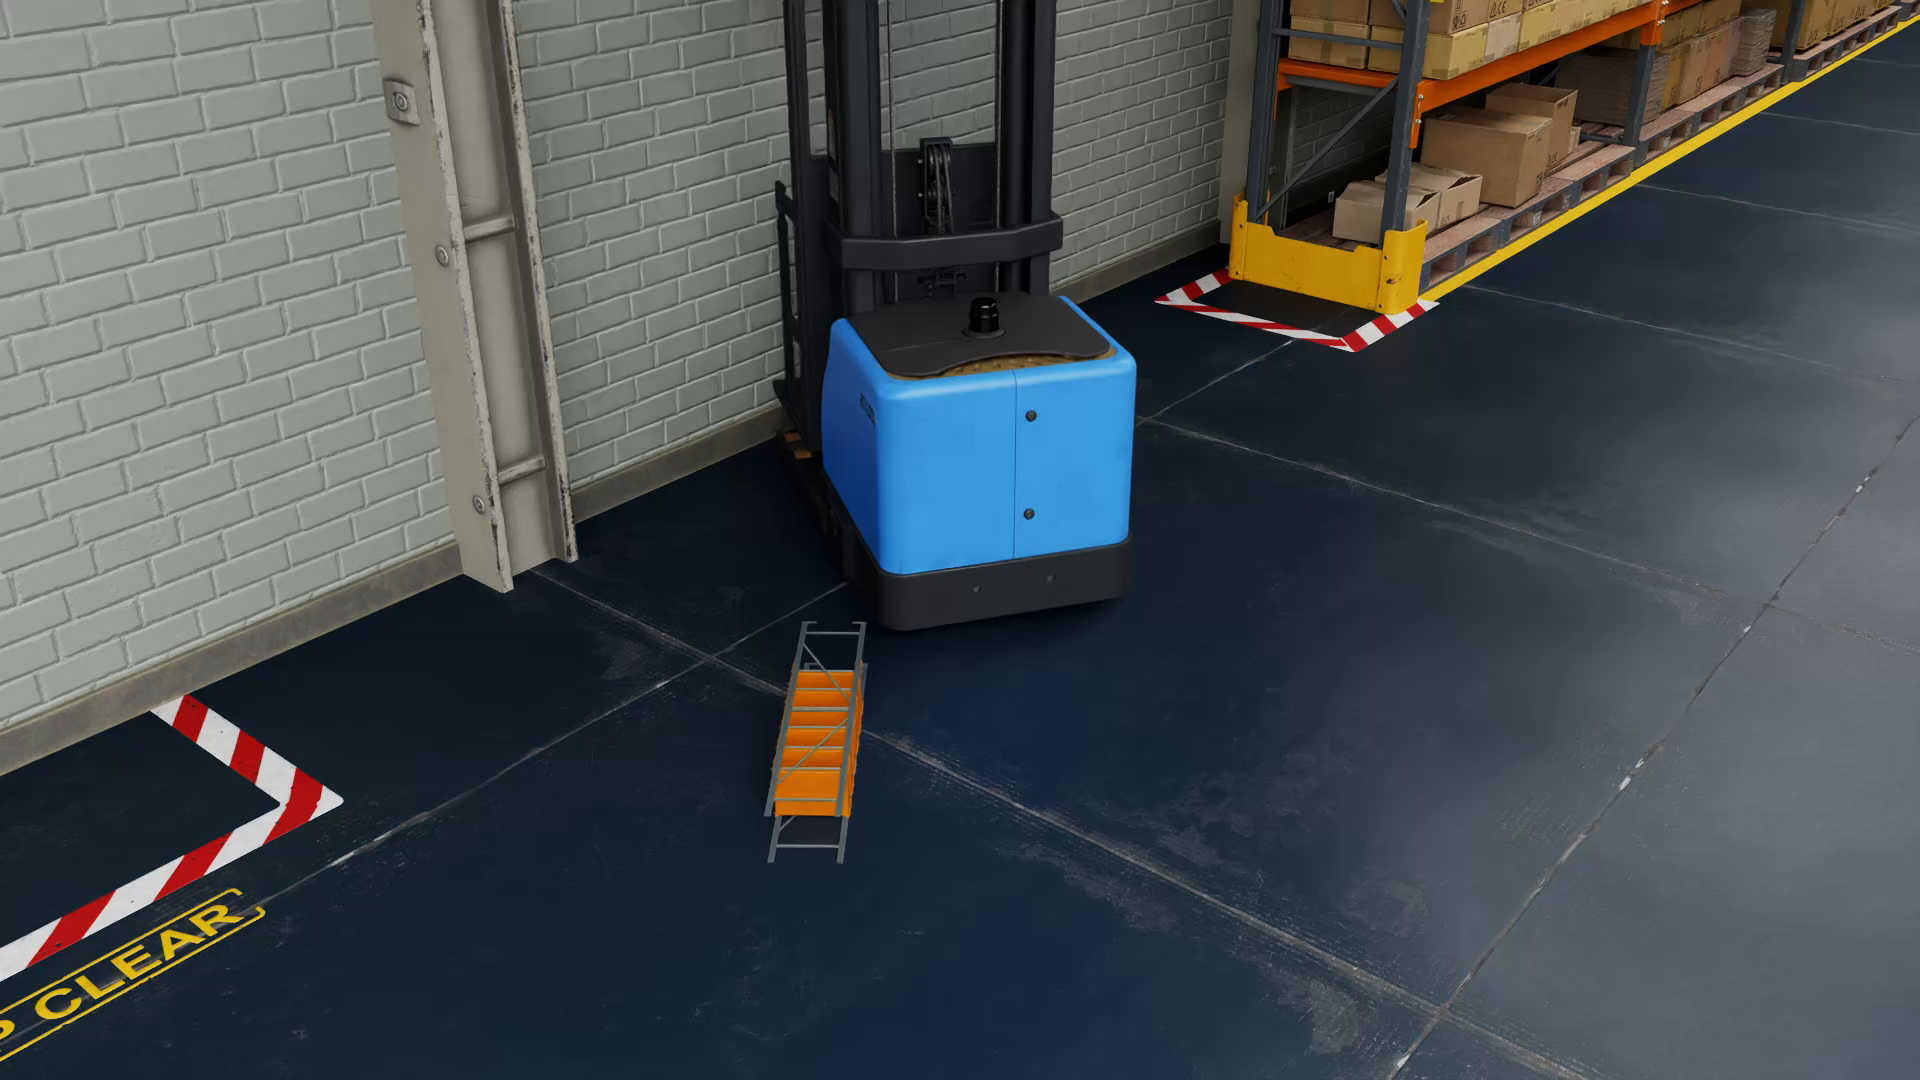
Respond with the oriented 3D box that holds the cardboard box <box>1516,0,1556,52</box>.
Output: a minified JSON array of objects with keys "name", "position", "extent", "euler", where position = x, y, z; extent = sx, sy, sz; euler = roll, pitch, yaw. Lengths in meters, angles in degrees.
[{"name":"cardboard box","position":[3.374,-3.245,10.399],"extent":[0.500,0.250,0.500],"euler":[20,34,34]}]

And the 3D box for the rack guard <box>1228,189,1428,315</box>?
[{"name":"rack guard","position":[2.219,-1.772,10.131],"extent":[1.175,0.500,0.348],"euler":[21,34,34]}]

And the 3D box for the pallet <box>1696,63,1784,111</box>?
[{"name":"pallet","position":[6.761,-4.176,15.093],"extent":[1.003,0.211,1.213],"euler":[21,34,34]}]

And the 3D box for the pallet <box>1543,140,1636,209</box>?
[{"name":"pallet","position":[4.315,-2.786,12.406],"extent":[1.003,0.211,1.213],"euler":[21,34,34]}]

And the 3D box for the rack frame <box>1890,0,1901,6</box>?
[{"name":"rack frame","position":[9.804,-7.110,17.729],"extent":[1.000,3.000,0.127],"euler":[21,34,34]}]

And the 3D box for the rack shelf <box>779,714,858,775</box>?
[{"name":"rack shelf","position":[-0.482,0.700,5.687],"extent":[0.258,0.180,0.103],"euler":[0,27,1]}]

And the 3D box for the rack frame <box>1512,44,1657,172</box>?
[{"name":"rack frame","position":[4.715,-4.273,12.246],"extent":[1.000,3.000,0.127],"euler":[21,34,34]}]

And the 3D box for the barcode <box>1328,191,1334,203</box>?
[{"name":"barcode","position":[2.383,-2.203,10.681],"extent":[0.001,0.075,0.075],"euler":[21,34,34]}]

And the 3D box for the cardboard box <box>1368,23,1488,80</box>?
[{"name":"cardboard box","position":[2.726,-2.878,9.689],"extent":[0.500,0.250,0.500],"euler":[20,33,33]}]

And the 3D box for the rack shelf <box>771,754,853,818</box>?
[{"name":"rack shelf","position":[-0.486,0.810,5.474],"extent":[0.258,0.180,0.103],"euler":[0,27,1]}]

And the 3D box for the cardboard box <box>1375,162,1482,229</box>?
[{"name":"cardboard box","position":[3.043,-2.277,10.835],"extent":[0.500,0.311,0.500],"euler":[24,36,38]}]

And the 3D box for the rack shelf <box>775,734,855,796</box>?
[{"name":"rack shelf","position":[-0.484,0.755,5.580],"extent":[0.258,0.180,0.103],"euler":[0,27,1]}]

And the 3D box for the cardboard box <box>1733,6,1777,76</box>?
[{"name":"cardboard box","position":[6.842,-4.506,14.938],"extent":[0.700,0.500,0.500],"euler":[21,34,35]}]

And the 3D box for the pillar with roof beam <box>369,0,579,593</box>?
[{"name":"pillar with roof beam","position":[1.454,-2.635,2.550],"extent":[9.100,9.000,0.400],"euler":[21,34,34]}]

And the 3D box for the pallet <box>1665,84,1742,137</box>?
[{"name":"pallet","position":[5.985,-3.746,14.261],"extent":[1.003,0.211,1.213],"euler":[21,34,34]}]

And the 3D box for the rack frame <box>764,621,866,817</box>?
[{"name":"rack frame","position":[-0.481,0.584,5.712],"extent":[0.240,0.006,1.200],"euler":[0,27,1]}]

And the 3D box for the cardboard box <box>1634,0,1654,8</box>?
[{"name":"cardboard box","position":[4.648,-3.959,11.780],"extent":[0.500,0.250,0.500],"euler":[21,34,35]}]

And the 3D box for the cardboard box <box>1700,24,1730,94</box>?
[{"name":"cardboard box","position":[6.130,-4.173,14.294],"extent":[0.700,0.500,0.500],"euler":[21,34,34]}]

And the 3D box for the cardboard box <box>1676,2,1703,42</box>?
[{"name":"cardboard box","position":[5.776,-4.300,13.723],"extent":[0.500,0.250,0.500],"euler":[20,33,33]}]

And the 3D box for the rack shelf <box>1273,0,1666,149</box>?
[{"name":"rack shelf","position":[3.443,-3.245,11.041],"extent":[1.077,0.370,4.000],"euler":[21,34,34]}]

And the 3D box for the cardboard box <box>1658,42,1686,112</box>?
[{"name":"cardboard box","position":[5.460,-3.822,13.616],"extent":[0.700,0.500,0.500],"euler":[20,33,33]}]

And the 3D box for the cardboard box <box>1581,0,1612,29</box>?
[{"name":"cardboard box","position":[4.016,-3.602,11.090],"extent":[0.500,0.250,0.500],"euler":[21,34,34]}]

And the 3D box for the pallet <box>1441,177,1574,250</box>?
[{"name":"pallet","position":[3.539,-2.352,11.567],"extent":[1.003,0.211,1.213],"euler":[21,34,34]}]

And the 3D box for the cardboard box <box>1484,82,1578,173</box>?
[{"name":"cardboard box","position":[4.086,-2.979,11.985],"extent":[0.500,0.500,0.500],"euler":[18,32,31]}]

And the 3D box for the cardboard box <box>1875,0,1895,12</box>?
[{"name":"cardboard box","position":[9.490,-6.073,17.607],"extent":[0.750,0.750,0.750],"euler":[21,34,35]}]

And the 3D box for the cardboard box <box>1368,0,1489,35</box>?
[{"name":"cardboard box","position":[2.706,-3.212,9.519],"extent":[0.500,0.500,0.500],"euler":[21,34,34]}]

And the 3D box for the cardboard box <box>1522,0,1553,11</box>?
[{"name":"cardboard box","position":[3.362,-3.566,10.203],"extent":[0.500,0.500,0.500],"euler":[19,33,33]}]

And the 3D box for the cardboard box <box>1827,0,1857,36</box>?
[{"name":"cardboard box","position":[8.390,-5.454,16.411],"extent":[0.750,0.750,0.750],"euler":[21,34,34]}]

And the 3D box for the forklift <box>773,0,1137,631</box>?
[{"name":"forklift","position":[-0.239,-1.610,7.173],"extent":[1.130,2.935,3.031],"euler":[-8,28,-15]}]

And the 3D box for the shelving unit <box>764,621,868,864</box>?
[{"name":"shelving unit","position":[-0.481,0.665,5.754],"extent":[0.258,0.189,1.200],"euler":[0,27,1]}]

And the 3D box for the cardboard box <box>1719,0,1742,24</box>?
[{"name":"cardboard box","position":[6.431,-4.655,14.410],"extent":[0.500,0.250,0.500],"euler":[21,34,35]}]

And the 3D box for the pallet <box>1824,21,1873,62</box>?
[{"name":"pallet","position":[8.595,-5.141,16.958],"extent":[1.003,0.211,1.213],"euler":[21,34,34]}]
